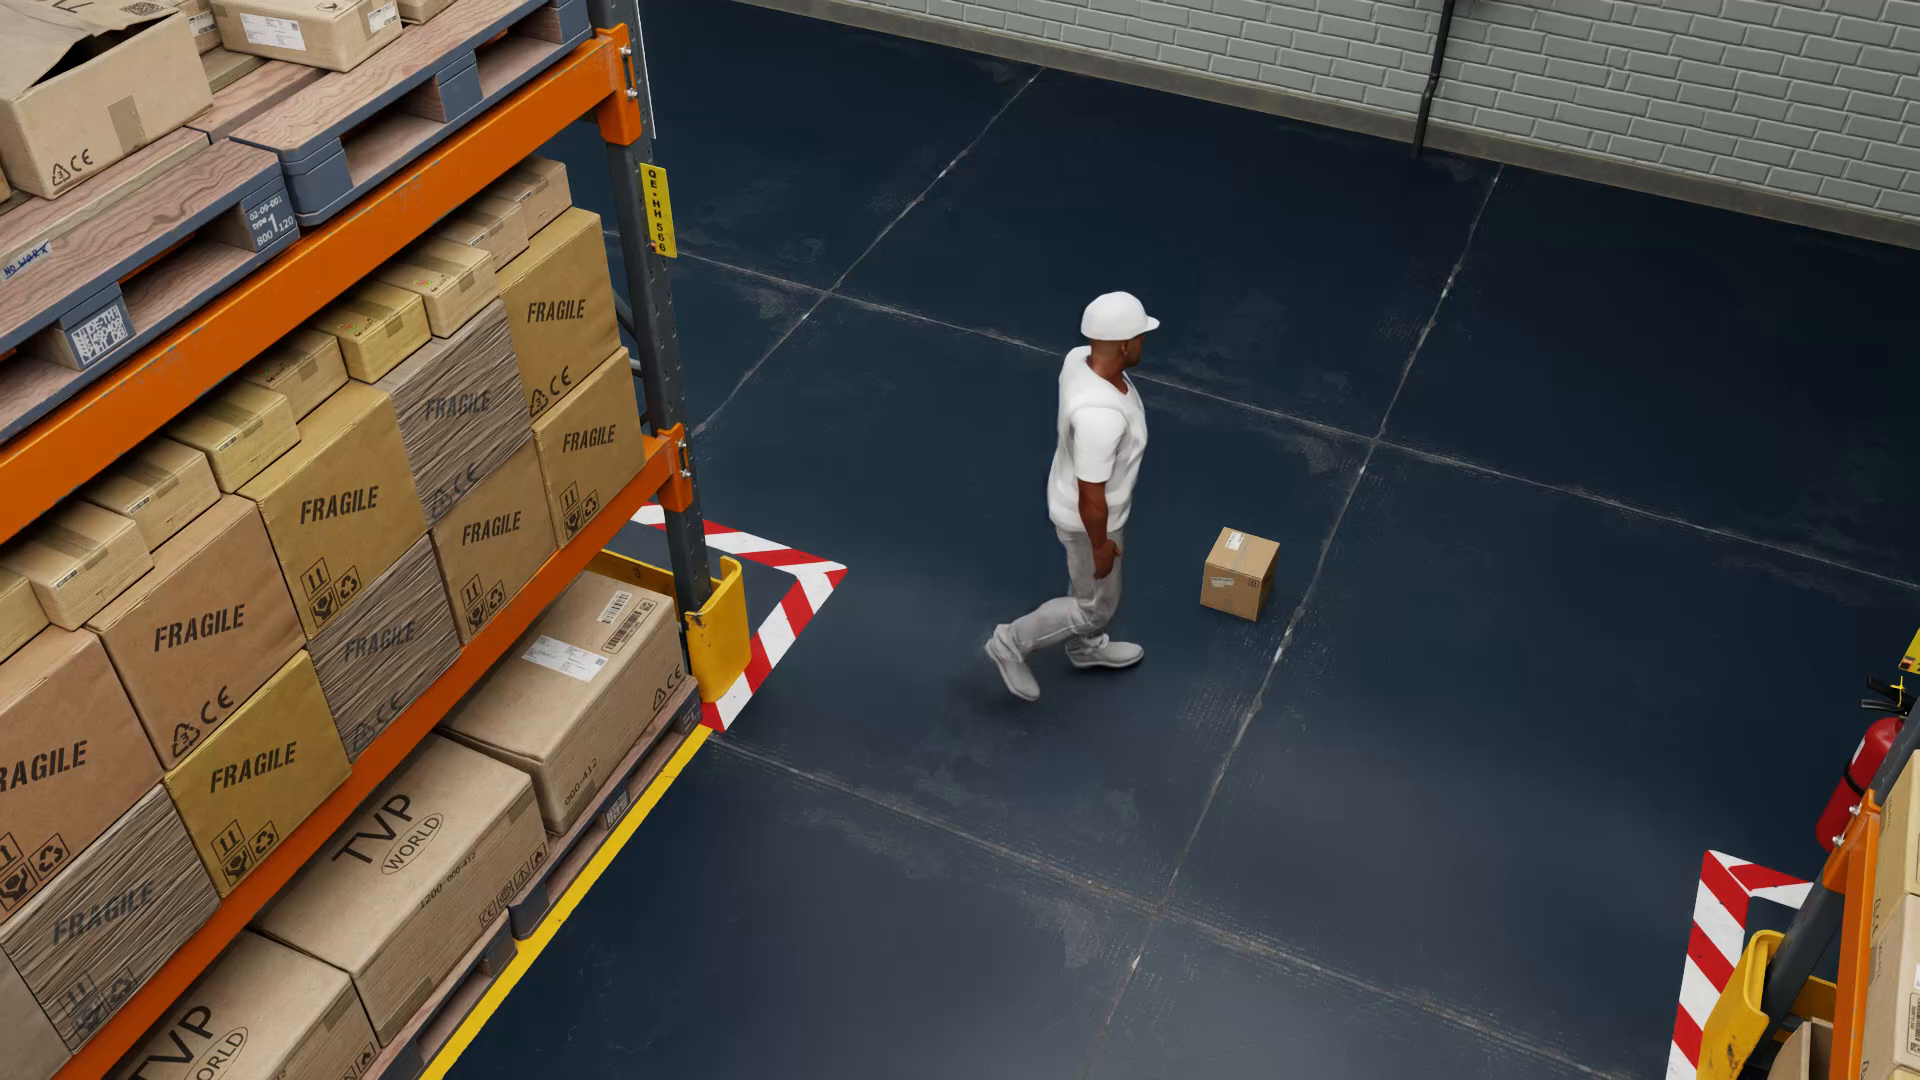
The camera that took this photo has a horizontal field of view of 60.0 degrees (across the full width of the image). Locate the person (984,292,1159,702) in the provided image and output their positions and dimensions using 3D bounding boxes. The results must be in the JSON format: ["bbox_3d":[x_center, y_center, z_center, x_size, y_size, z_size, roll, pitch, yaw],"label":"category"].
[{"bbox_3d":[0.430,-0.135,6.270,0.654,1.766,0.599,3,42,3],"label":"person"}]
